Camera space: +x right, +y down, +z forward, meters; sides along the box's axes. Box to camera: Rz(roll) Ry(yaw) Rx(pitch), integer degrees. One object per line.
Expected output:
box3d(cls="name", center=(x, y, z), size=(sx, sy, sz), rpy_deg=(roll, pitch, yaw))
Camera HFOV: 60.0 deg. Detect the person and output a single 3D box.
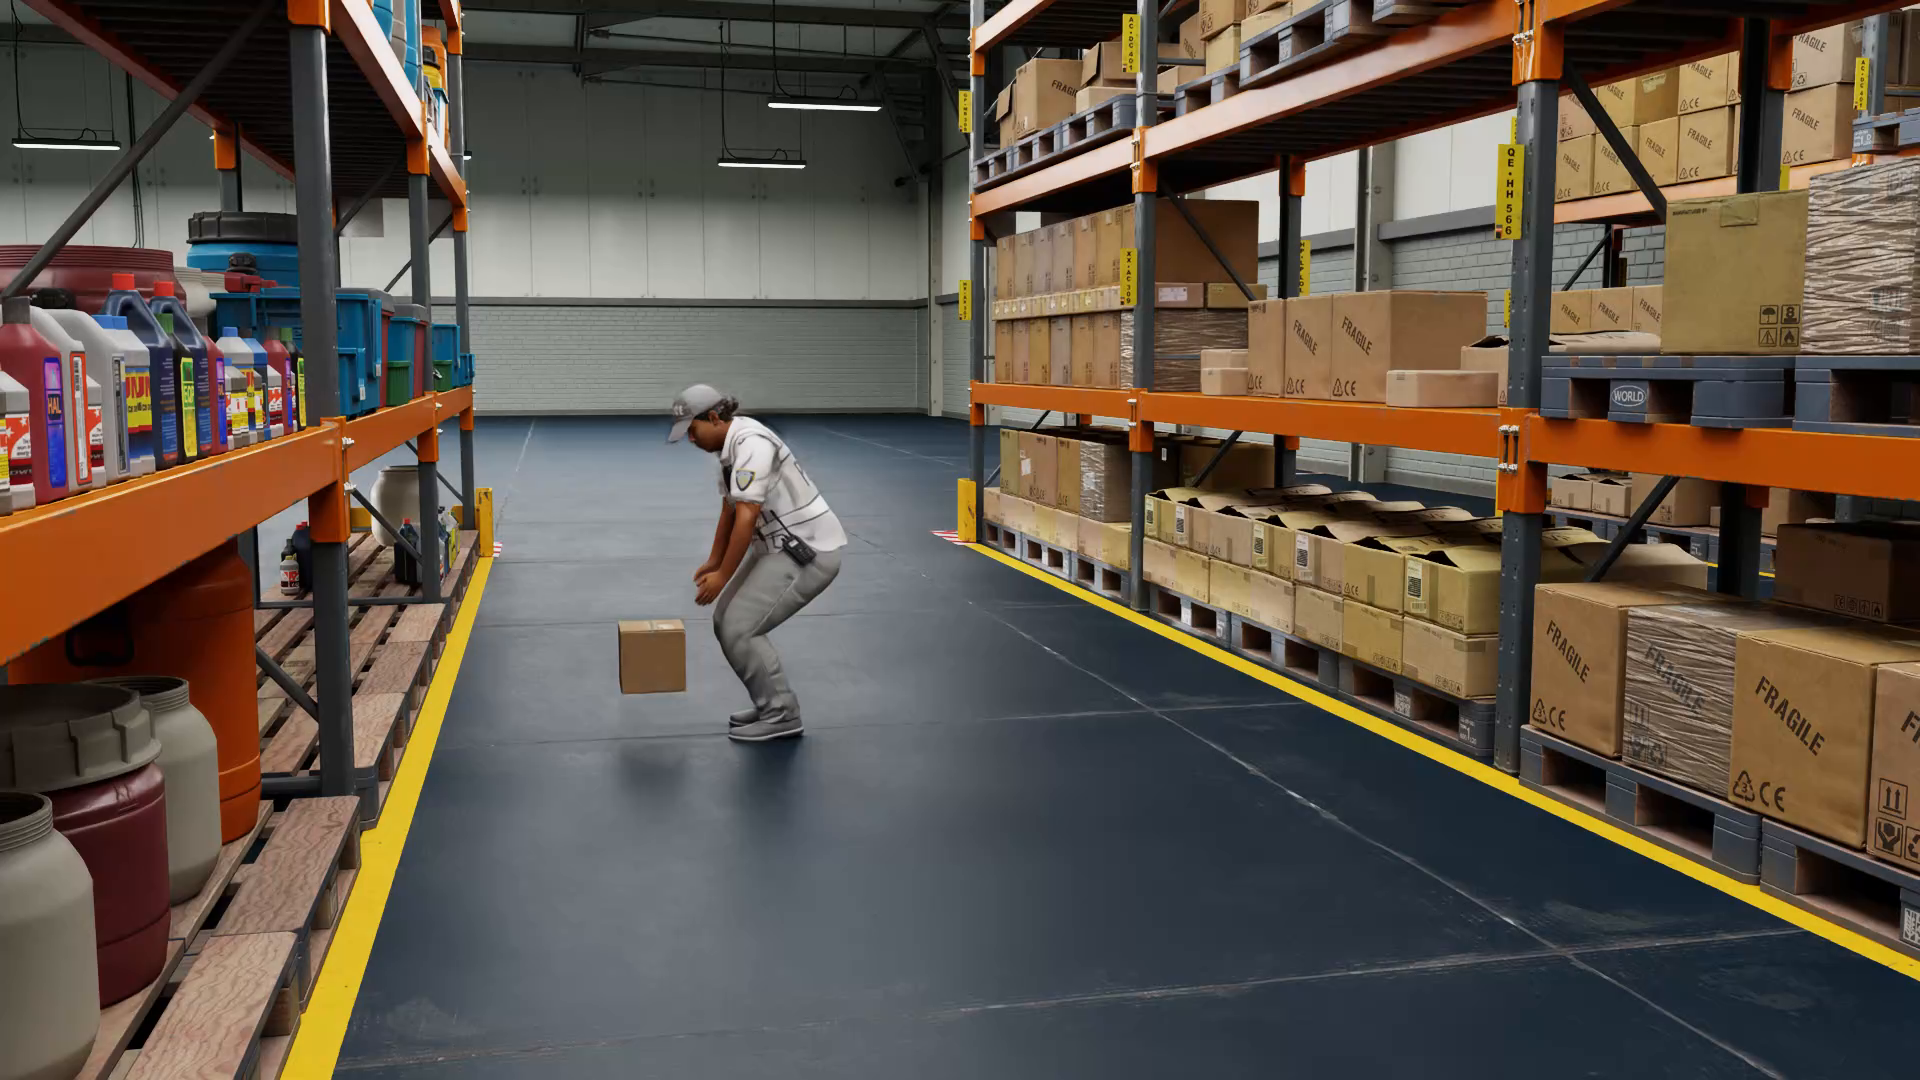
box3d(cls="person", center=(-0.804, 0.085, 6.636), size=(0.709, 1.406, 0.533), rpy_deg=(-1, 6, -13))
